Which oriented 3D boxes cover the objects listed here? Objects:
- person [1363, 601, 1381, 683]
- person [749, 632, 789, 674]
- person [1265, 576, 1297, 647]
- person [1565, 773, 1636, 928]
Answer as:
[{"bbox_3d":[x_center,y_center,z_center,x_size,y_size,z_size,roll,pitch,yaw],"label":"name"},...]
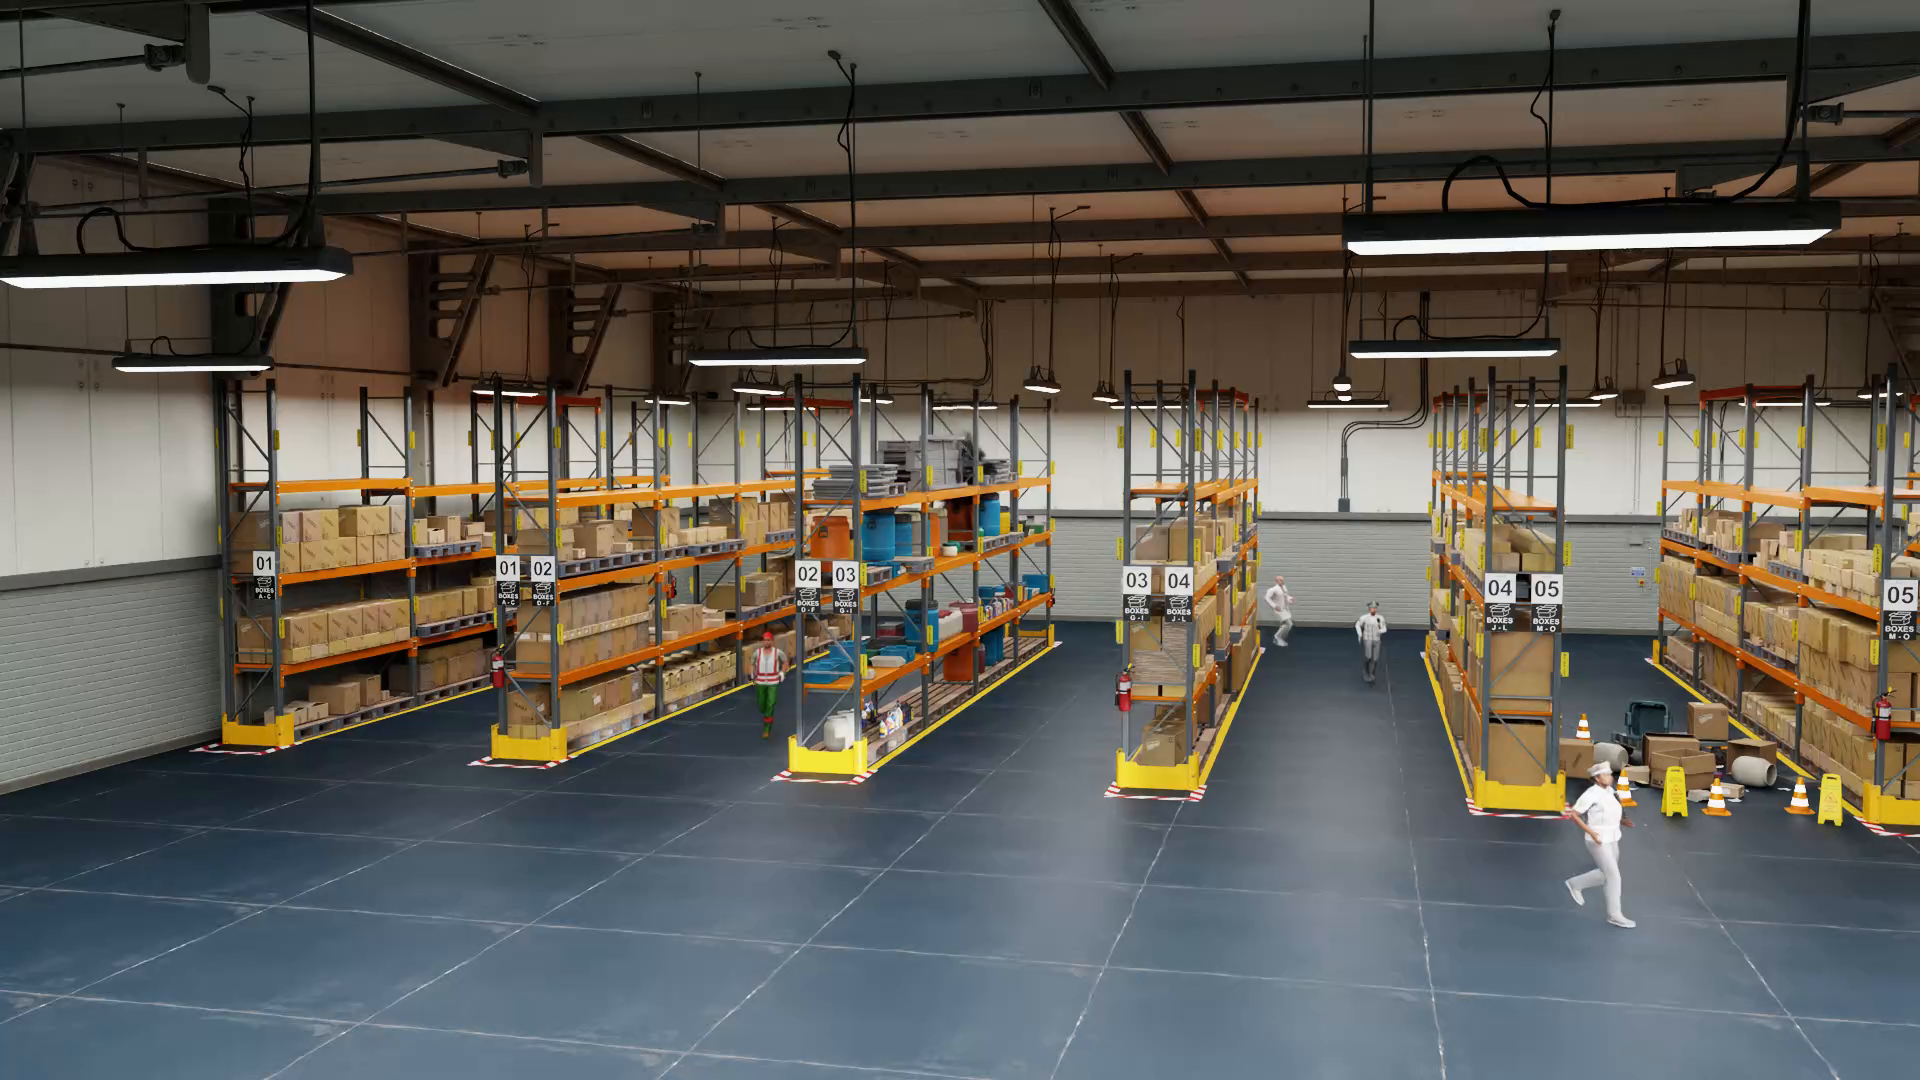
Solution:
[{"bbox_3d":[8.514,2.097,34.320,0.392,1.690,0.609,0,3,4],"label":"person"},{"bbox_3d":[-3.237,1.922,28.092,0.657,0.741,0.377,0,3,2],"label":"person"},{"bbox_3d":[7.797,1.732,40.272,0.666,1.734,0.715,3,4,37],"label":"person"},{"bbox_3d":[6.663,3.144,17.303,0.588,1.624,0.831,-3,4,-38],"label":"person"}]
